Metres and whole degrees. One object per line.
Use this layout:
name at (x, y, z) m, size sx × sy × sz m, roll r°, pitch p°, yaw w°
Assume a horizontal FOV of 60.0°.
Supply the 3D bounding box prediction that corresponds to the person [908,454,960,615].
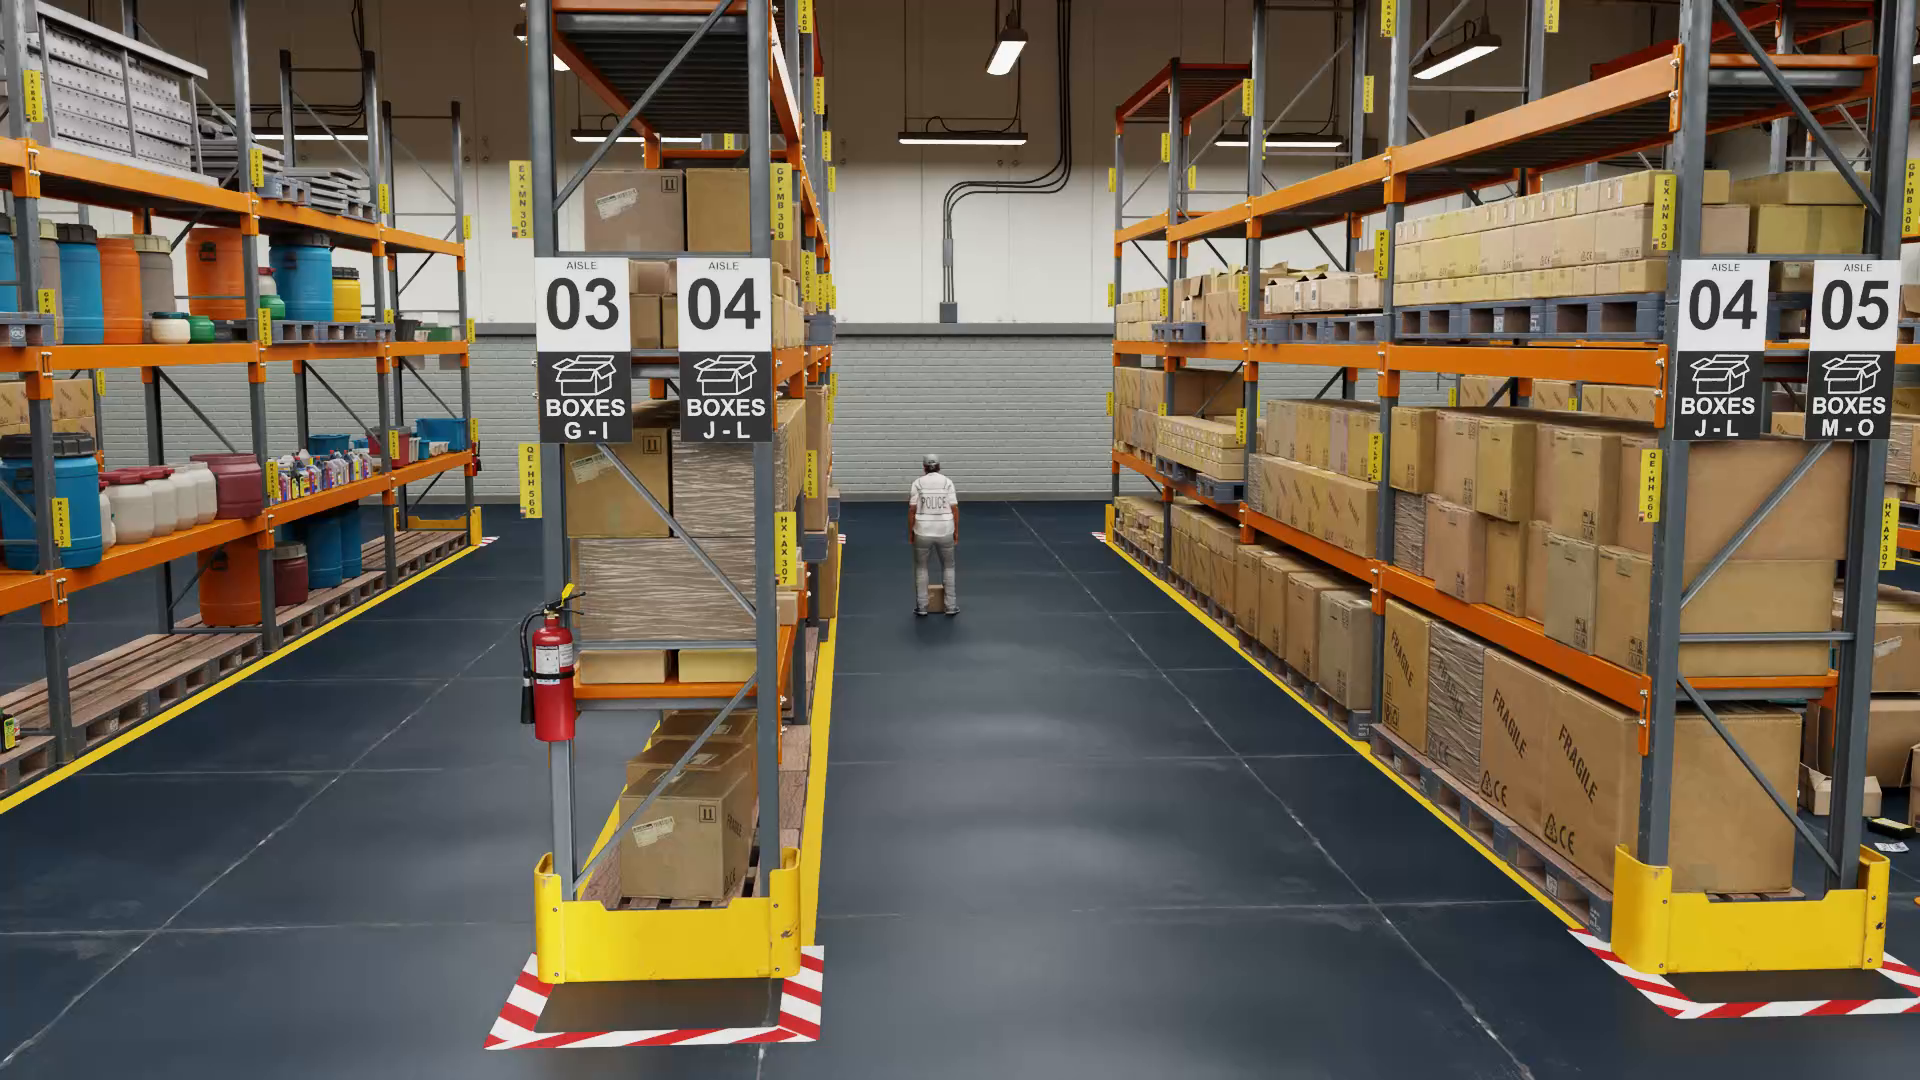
person at (-0.266, -0.060, 17.212) m, size 0.539 × 1.666 × 0.466 m, roll 0°, pitch 7°, yaw -3°
